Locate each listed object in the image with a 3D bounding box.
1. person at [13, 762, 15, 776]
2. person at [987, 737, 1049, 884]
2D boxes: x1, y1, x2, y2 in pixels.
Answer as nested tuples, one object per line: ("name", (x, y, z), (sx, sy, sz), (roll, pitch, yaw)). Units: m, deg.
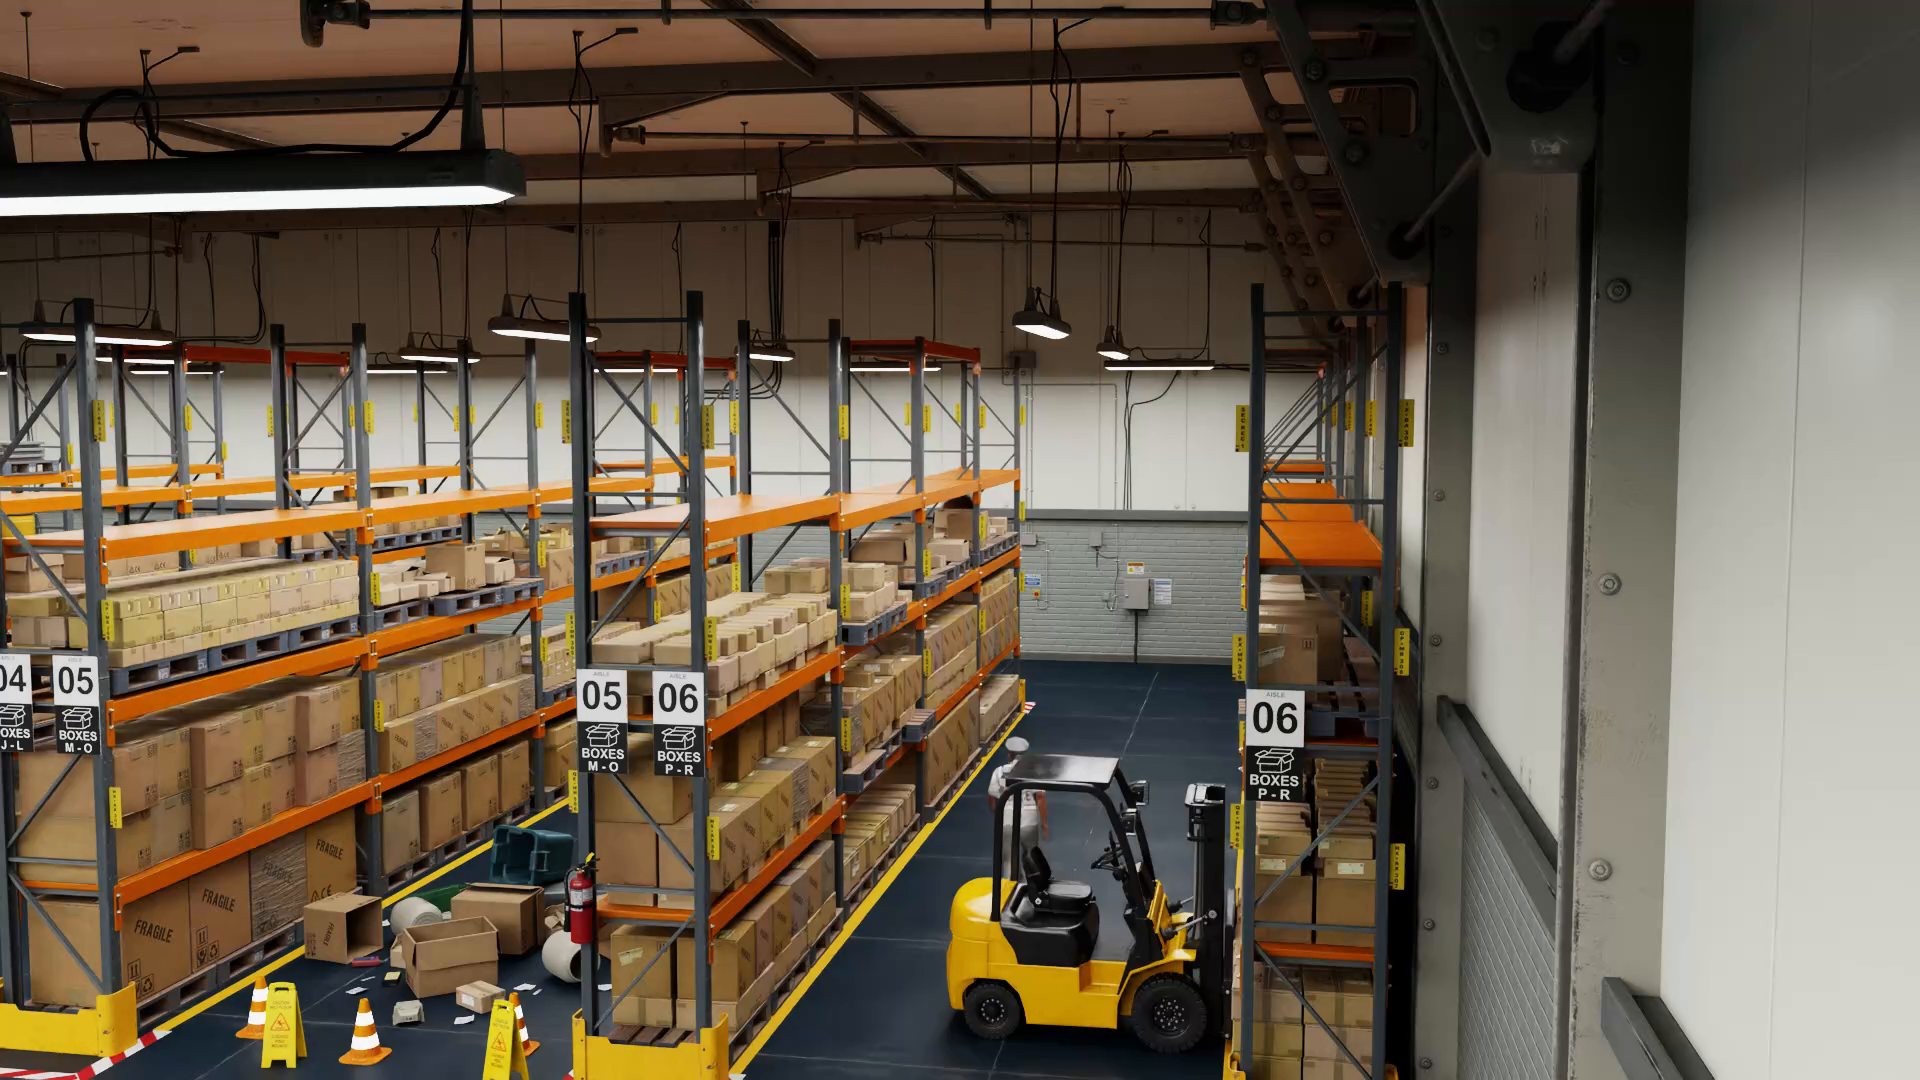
("person", (-12.786, 2.516, 22.001), (0.539, 1.819, 0.572), (5, 6, 45))
("person", (0.602, 2.951, 17.162), (0.650, 1.812, 0.745), (1, 5, 8))
